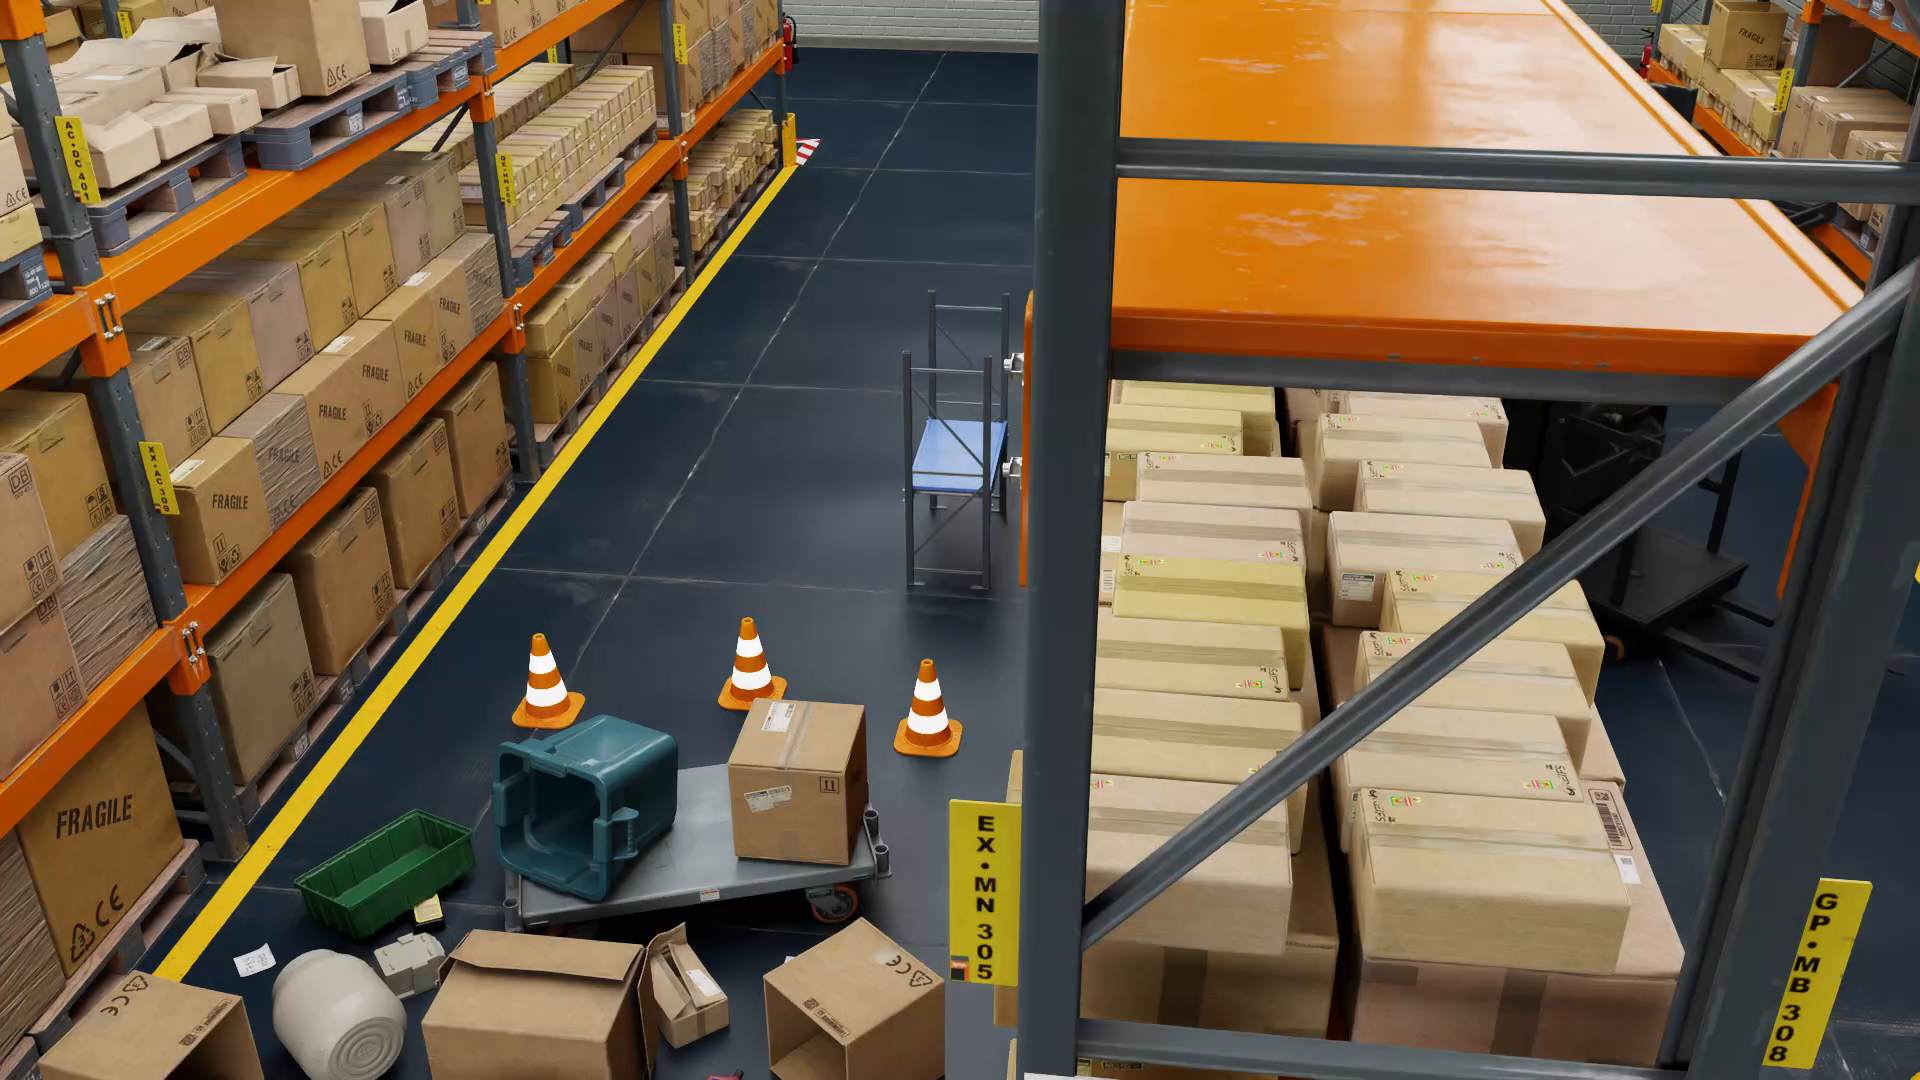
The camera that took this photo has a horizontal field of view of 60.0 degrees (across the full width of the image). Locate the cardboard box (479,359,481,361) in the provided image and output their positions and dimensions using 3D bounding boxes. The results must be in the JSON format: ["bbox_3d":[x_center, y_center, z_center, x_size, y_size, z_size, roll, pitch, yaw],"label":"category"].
[{"bbox_3d":[-3.540,-1.161,11.726,0.500,0.500,0.500,3,28,6],"label":"cardboard box"}]

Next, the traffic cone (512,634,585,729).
[{"bbox_3d":[-2.188,0.705,8.746,0.336,0.463,0.334,3,28,6],"label":"traffic cone"}]

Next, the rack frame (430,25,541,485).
[{"bbox_3d":[-3.361,-1.751,10.630,1.000,3.000,0.127,3,28,6],"label":"rack frame"}]

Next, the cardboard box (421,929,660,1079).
[{"bbox_3d":[-1.607,1.879,6.380,0.797,0.637,0.503,3,28,6],"label":"cardboard box"}]

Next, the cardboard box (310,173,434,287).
[{"bbox_3d":[-3.487,-1.786,9.536,0.700,0.500,0.500,3,28,5],"label":"cardboard box"}]

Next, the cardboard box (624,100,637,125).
[{"bbox_3d":[-2.788,-3.400,13.199,0.380,0.149,0.250,5,29,8],"label":"cardboard box"}]

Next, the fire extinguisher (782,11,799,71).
[{"bbox_3d":[-1.892,-5.410,17.897,0.296,0.674,0.183,3,28,6],"label":"fire extinguisher"}]

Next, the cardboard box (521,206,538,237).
[{"bbox_3d":[-3.073,-2.151,11.193,0.380,0.149,0.250,5,29,9],"label":"cardboard box"}]

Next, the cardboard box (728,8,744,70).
[{"bbox_3d":[-2.373,-4.750,15.777,0.500,0.500,0.500,5,29,9],"label":"cardboard box"}]

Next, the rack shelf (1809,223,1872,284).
[{"bbox_3d":[6.736,-1.849,11.570,1.077,0.370,4.000,3,28,6],"label":"rack shelf"}]

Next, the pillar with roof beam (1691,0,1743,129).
[{"bbox_3d":[4.423,-9.098,17.942,9.100,9.000,0.400,3,28,6],"label":"pillar with roof beam"}]

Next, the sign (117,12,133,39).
[{"bbox_3d":[-7.242,-4.418,14.442,0.100,0.325,0.005,3,28,6],"label":"sign"}]

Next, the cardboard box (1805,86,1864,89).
[{"bbox_3d":[7.364,-3.626,13.955,0.500,0.250,0.500,3,28,6],"label":"cardboard box"}]

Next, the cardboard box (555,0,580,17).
[{"bbox_3d":[-2.917,-3.841,11.240,0.500,0.500,0.500,3,28,6],"label":"cardboard box"}]

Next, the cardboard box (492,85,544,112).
[{"bbox_3d":[-3.471,-3.442,12.963,0.380,0.149,0.250,3,28,6],"label":"cardboard box"}]

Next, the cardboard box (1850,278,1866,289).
[{"bbox_3d":[6.608,-1.822,12.271,0.380,0.149,0.250,3,28,6],"label":"cardboard box"}]

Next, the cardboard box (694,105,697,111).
[{"bbox_3d":[-2.573,-3.892,14.869,0.380,0.149,0.250,2,28,4],"label":"cardboard box"}]

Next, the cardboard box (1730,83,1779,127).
[{"bbox_3d":[6.848,-3.663,14.023,0.500,0.250,0.500,3,29,6],"label":"cardboard box"}]

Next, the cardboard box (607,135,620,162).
[{"bbox_3d":[-2.846,-3.021,12.809,0.380,0.149,0.250,2,28,4],"label":"cardboard box"}]

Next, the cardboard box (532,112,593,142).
[{"bbox_3d":[-2.919,-3.030,12.198,0.380,0.149,0.250,3,28,5],"label":"cardboard box"}]

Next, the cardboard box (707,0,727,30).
[{"bbox_3d":[-2.433,-4.928,15.053,0.500,0.500,0.500,4,29,7],"label":"cardboard box"}]

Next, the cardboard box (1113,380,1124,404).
[{"bbox_3d":[0.606,-0.444,4.465,0.380,0.149,0.250,3,28,5],"label":"cardboard box"}]

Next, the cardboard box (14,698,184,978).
[{"bbox_3d":[-3.998,1.174,6.997,0.875,0.875,0.875,4,29,7],"label":"cardboard box"}]

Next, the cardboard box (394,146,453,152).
[{"bbox_3d":[-3.691,-2.586,11.375,0.380,0.149,0.250,4,29,8],"label":"cardboard box"}]

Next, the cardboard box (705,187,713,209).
[{"bbox_3d":[-2.537,-3.215,15.596,0.380,0.149,0.250,2,28,4],"label":"cardboard box"}]

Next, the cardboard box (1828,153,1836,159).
[{"bbox_3d":[6.430,-2.601,11.907,0.396,0.266,0.258,5,29,9],"label":"cardboard box"}]

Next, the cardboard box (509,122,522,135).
[{"bbox_3d":[-3.532,-3.063,12.573,0.380,0.149,0.250,3,28,5],"label":"cardboard box"}]

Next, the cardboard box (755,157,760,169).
[{"bbox_3d":[-2.287,-3.941,17.257,0.380,0.149,0.250,3,28,6],"label":"cardboard box"}]

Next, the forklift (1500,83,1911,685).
[{"bbox_3d":[3.819,-0.861,9.051,1.130,2.935,3.031,-21,35,-33],"label":"forklift"}]

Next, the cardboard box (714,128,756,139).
[{"bbox_3d":[-2.282,-4.082,16.893,0.380,0.149,0.250,2,28,4],"label":"cardboard box"}]

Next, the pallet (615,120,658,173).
[{"bbox_3d":[-3.109,-3.198,13.518,1.003,0.211,1.213,3,28,6],"label":"pallet"}]

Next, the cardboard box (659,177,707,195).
[{"bbox_3d":[-2.549,-3.224,15.300,0.380,0.149,0.250,3,28,5],"label":"cardboard box"}]

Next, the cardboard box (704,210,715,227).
[{"bbox_3d":[-2.496,-2.962,15.440,0.380,0.149,0.250,3,28,6],"label":"cardboard box"}]

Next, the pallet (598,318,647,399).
[{"bbox_3d":[-3.112,-1.464,13.037,1.003,0.211,1.213,3,28,6],"label":"pallet"}]

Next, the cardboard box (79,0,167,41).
[{"bbox_3d":[-7.469,-4.575,14.926,0.500,0.500,0.500,3,28,6],"label":"cardboard box"}]

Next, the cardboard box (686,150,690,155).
[{"bbox_3d":[-2.860,-3.737,16.252,0.380,0.149,0.250,3,29,6],"label":"cardboard box"}]

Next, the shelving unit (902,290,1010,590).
[{"bbox_3d":[-0.010,-0.620,10.112,0.538,1.500,1.048,3,28,6],"label":"shelving unit"}]

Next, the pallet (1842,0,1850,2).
[{"bbox_3d":[6.831,-4.042,11.918,1.213,0.211,1.003,3,28,6],"label":"pallet"}]

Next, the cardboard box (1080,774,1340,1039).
[{"bbox_3d":[0.379,0.613,2.924,0.500,0.250,0.500,3,28,6],"label":"cardboard box"}]

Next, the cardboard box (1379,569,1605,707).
[{"bbox_3d":[1.041,0.191,3.287,0.380,0.149,0.250,3,28,6],"label":"cardboard box"}]

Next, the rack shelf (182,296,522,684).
[{"bbox_3d":[-3.606,-0.493,9.053,1.077,0.370,4.000,3,28,6],"label":"rack shelf"}]

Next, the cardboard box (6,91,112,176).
[{"bbox_3d":[-3.924,-1.694,6.970,0.500,0.250,0.500,4,29,7],"label":"cardboard box"}]

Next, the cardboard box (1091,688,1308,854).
[{"bbox_3d":[0.402,0.398,2.902,0.380,0.149,0.250,4,29,7],"label":"cardboard box"}]

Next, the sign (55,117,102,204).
[{"bbox_3d":[-3.300,-1.420,6.224,0.100,0.325,0.005,3,28,6],"label":"sign"}]

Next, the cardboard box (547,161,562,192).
[{"bbox_3d":[-3.012,-2.545,11.611,0.380,0.149,0.250,3,29,6],"label":"cardboard box"}]

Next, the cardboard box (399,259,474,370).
[{"bbox_3d":[-3.212,-1.333,9.748,0.500,0.500,0.500,3,28,6],"label":"cardboard box"}]

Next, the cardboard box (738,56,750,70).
[{"bbox_3d":[-2.294,-4.759,16.478,0.380,0.149,0.250,2,28,4],"label":"cardboard box"}]

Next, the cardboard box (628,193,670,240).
[{"bbox_3d":[-2.711,-2.683,13.762,0.500,0.250,0.500,3,28,5],"label":"cardboard box"}]

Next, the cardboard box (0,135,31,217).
[{"bbox_3d":[-3.657,-1.236,5.808,0.500,0.250,0.500,3,28,6],"label":"cardboard box"}]

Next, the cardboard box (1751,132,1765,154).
[{"bbox_3d":[6.780,-3.285,13.742,0.380,0.149,0.250,4,29,8],"label":"cardboard box"}]
